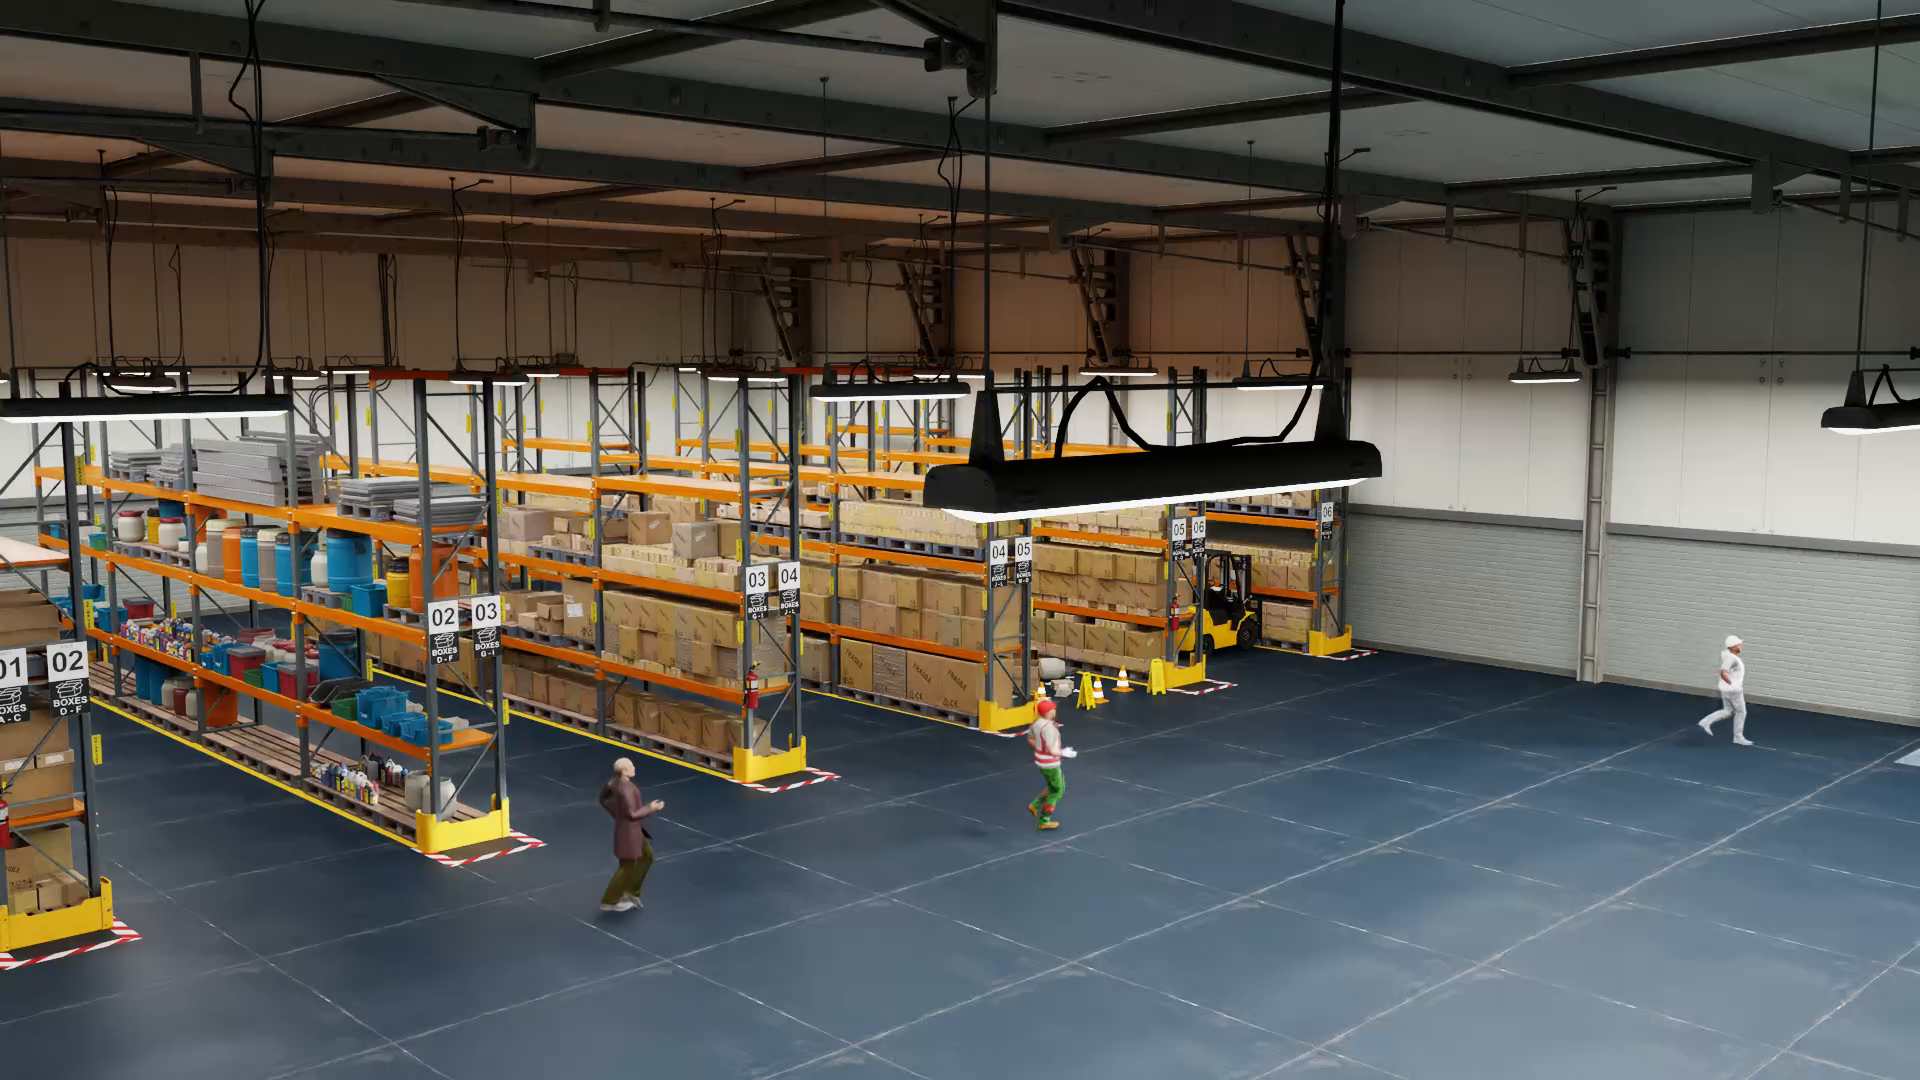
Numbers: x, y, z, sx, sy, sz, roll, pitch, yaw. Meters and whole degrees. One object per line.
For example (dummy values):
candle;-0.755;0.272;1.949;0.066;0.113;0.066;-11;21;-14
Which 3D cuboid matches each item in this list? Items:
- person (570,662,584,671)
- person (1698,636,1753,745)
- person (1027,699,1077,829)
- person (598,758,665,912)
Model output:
person;-7.415;1.827;32.236;0.697;1.724;0.588;-6;9;-44
person;12.426;2.424;26.921;0.843;1.780;0.672;1;7;11
person;1.207;2.970;22.104;0.598;1.740;0.648;-2;7;-16
person;-3.719;3.344;18.789;0.754;1.814;0.688;-2;7;-18
